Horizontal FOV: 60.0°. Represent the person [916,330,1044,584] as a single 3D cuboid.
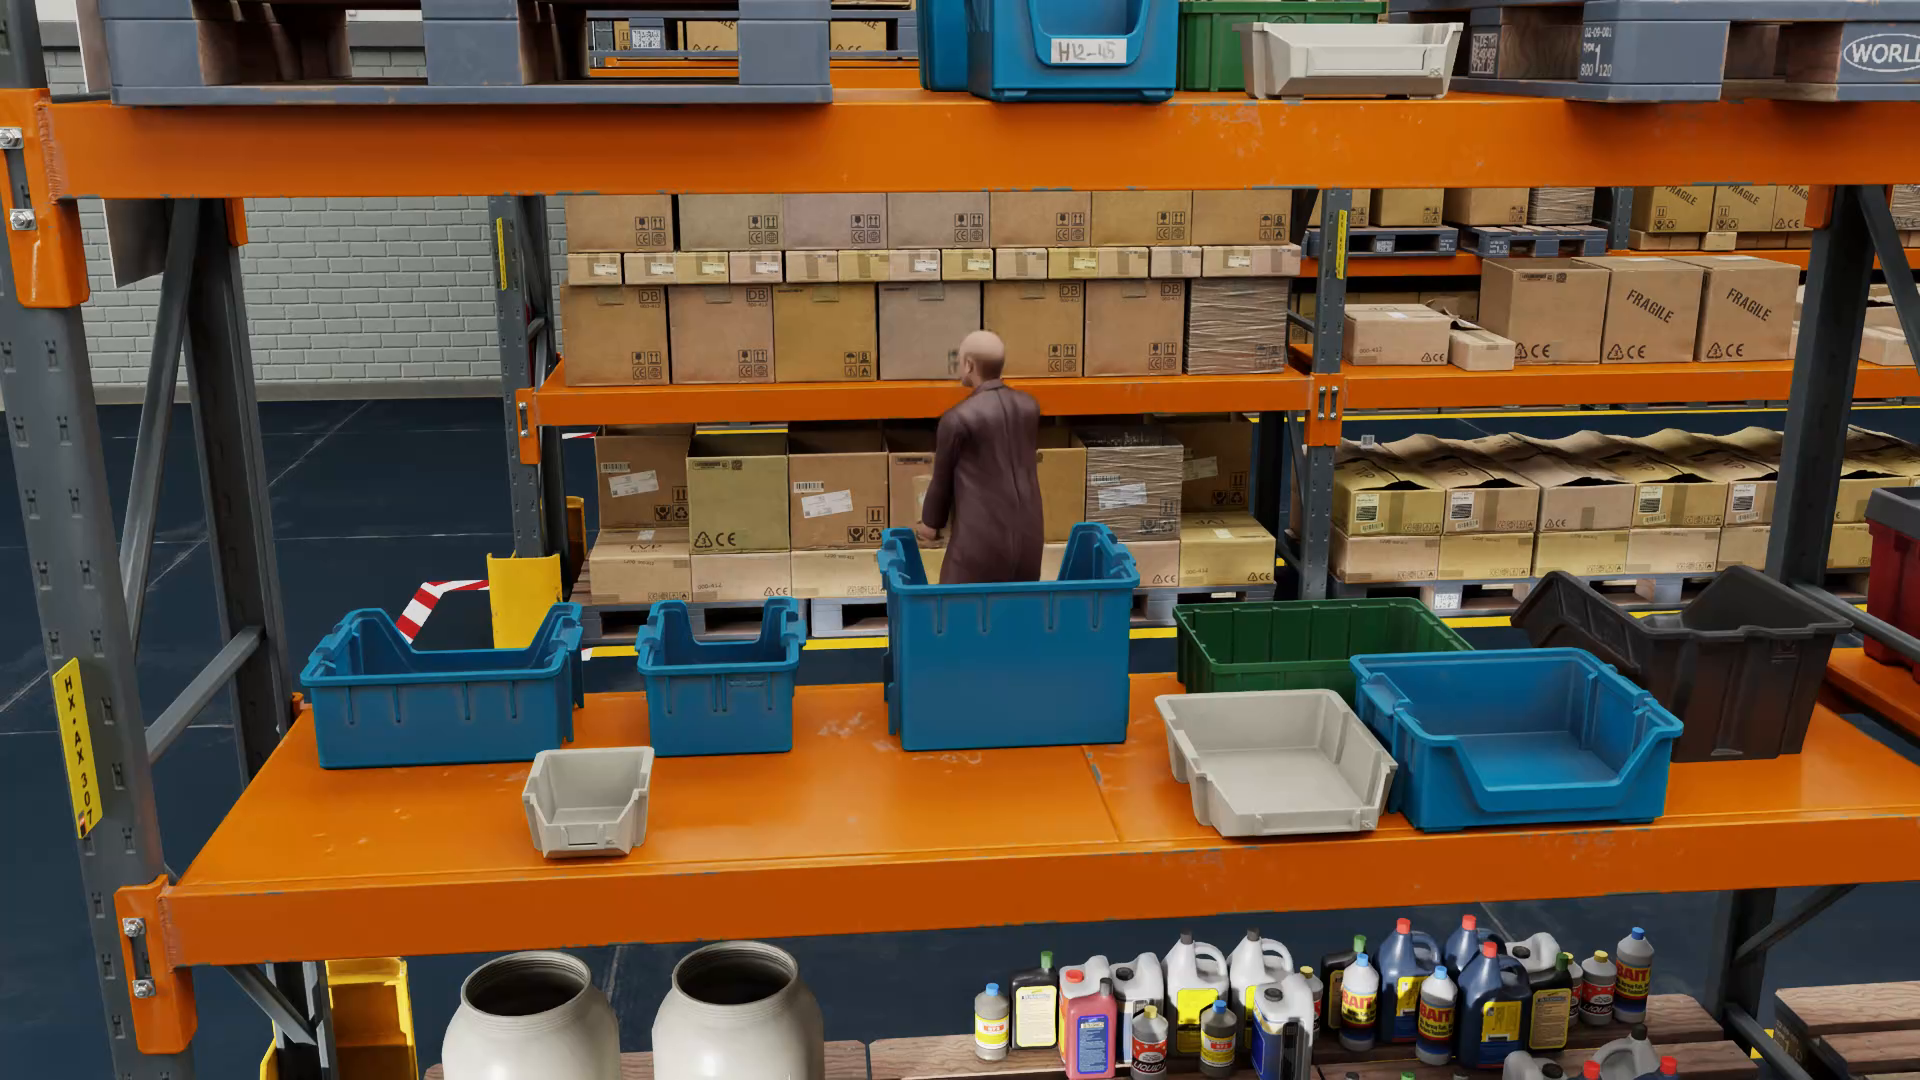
[{"bbox_3d":[0.084,-0.029,7.178,0.524,1.776,0.580,-13,21,-37],"label":"person"}]
